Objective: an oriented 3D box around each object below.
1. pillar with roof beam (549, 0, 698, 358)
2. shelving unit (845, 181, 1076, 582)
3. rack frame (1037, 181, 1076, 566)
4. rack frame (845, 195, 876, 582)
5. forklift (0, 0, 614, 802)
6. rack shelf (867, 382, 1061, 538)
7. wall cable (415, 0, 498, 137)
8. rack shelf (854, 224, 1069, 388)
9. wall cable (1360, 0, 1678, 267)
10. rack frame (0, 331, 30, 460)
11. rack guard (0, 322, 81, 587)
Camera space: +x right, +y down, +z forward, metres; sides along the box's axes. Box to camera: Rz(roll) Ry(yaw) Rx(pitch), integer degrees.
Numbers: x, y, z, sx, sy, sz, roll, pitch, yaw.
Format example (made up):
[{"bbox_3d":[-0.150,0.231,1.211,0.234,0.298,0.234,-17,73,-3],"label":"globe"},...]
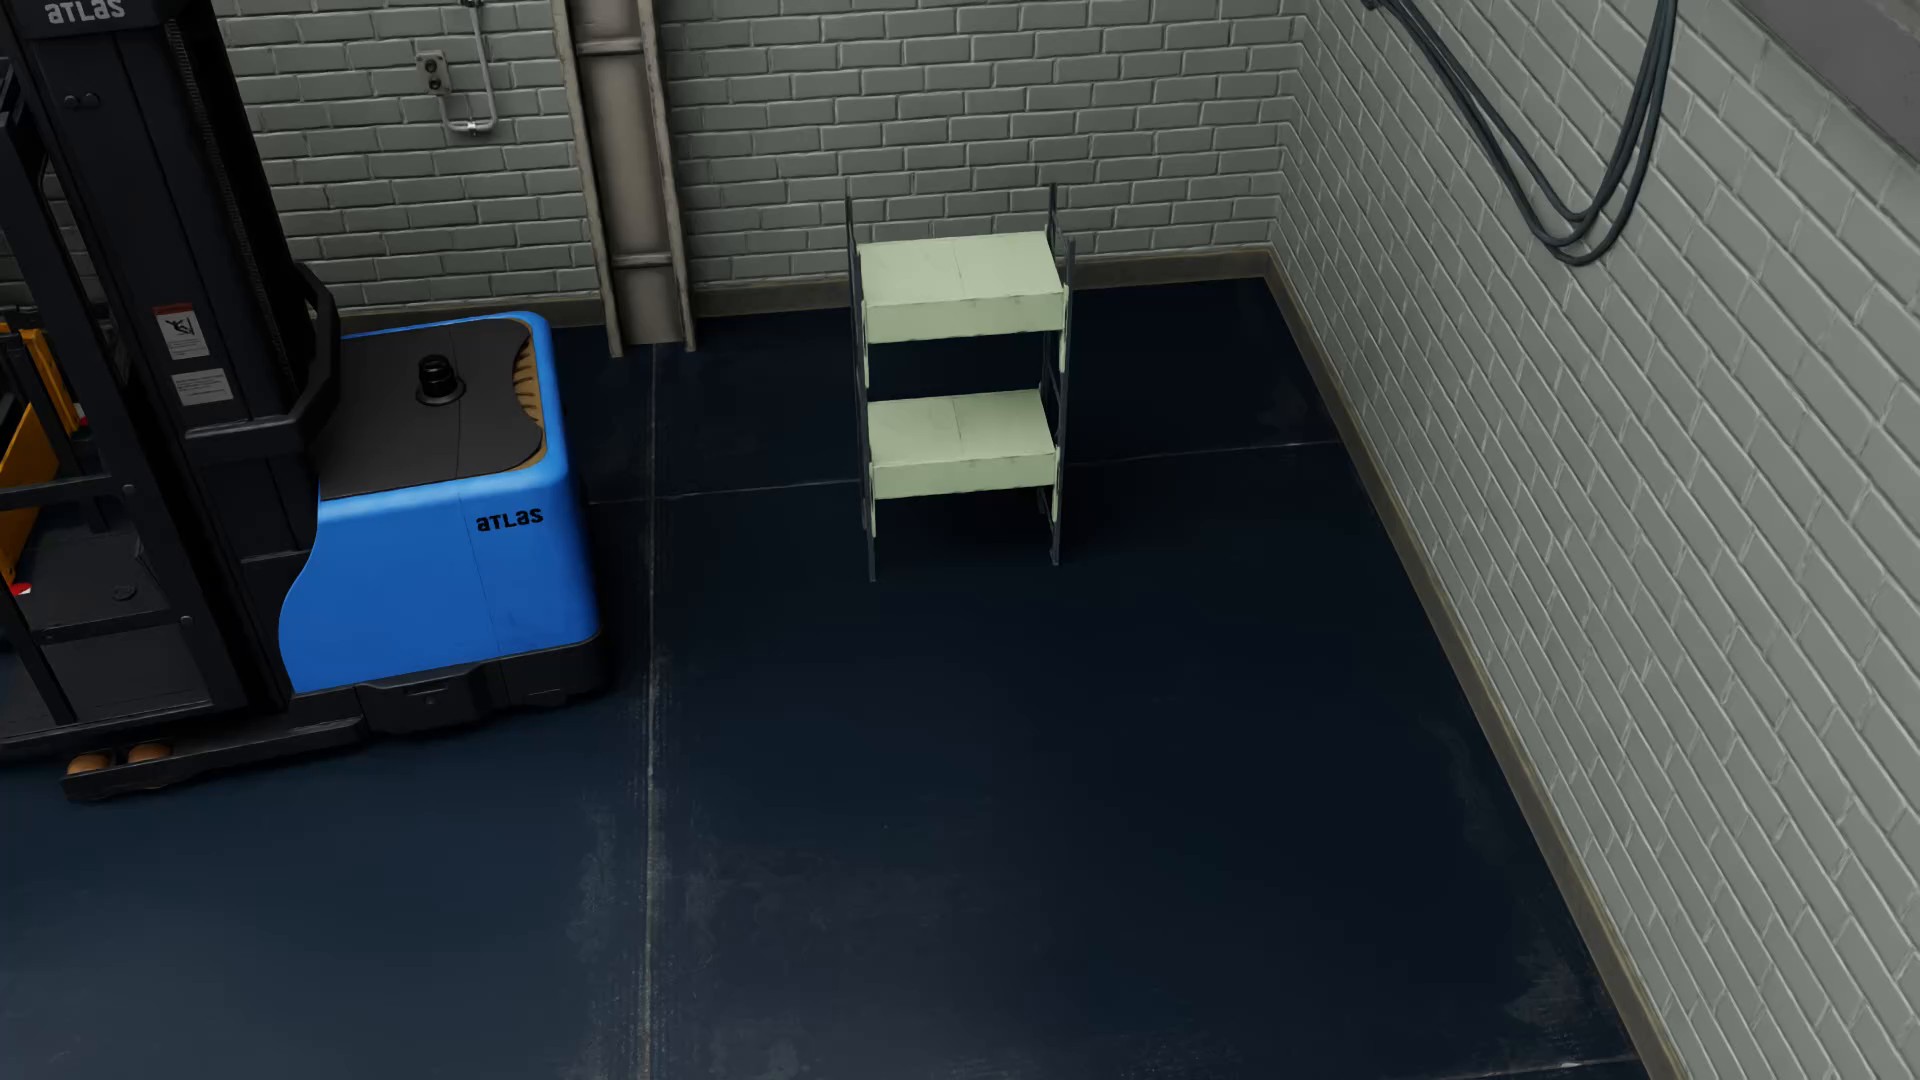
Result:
[{"bbox_3d":[-0.878,-1.445,1.633,0.400,9.000,9.100,-5,42,-6],"label":"pillar with roof beam"},{"bbox_3d":[-0.007,-0.556,6.247,0.755,1.500,0.431,-5,42,-6],"label":"shelving unit"},{"bbox_3d":[0.356,-0.588,6.282,0.023,1.500,0.400,-5,42,-6],"label":"rack frame"},{"bbox_3d":[-0.370,-0.525,6.212,0.023,1.500,0.400,-5,42,-6],"label":"rack frame"},{"bbox_3d":[-2.847,-0.583,5.208,3.031,2.935,1.130,-10,43,-11],"label":"forklift"},{"bbox_3d":[-0.007,-0.314,6.465,0.720,0.370,0.431,-5,42,-6],"label":"rack shelf"},{"bbox_3d":[-2.854,-2.384,6.395,1.851,1.984,0.084,-5,42,-6],"label":"wall cable"},{"bbox_3d":[-0.007,-0.846,5.986,0.720,0.370,0.431,-5,42,-6],"label":"rack shelf"},{"bbox_3d":[1.653,-2.596,5.228,0.112,2.526,3.097,-5,42,-6],"label":"wall cable"},{"bbox_3d":[-4.001,-1.267,5.915,0.127,3.000,1.000,-5,42,-6],"label":"rack frame"},{"bbox_3d":[-3.977,-0.341,6.755,0.348,0.500,1.175,-5,42,-6],"label":"rack guard"}]
